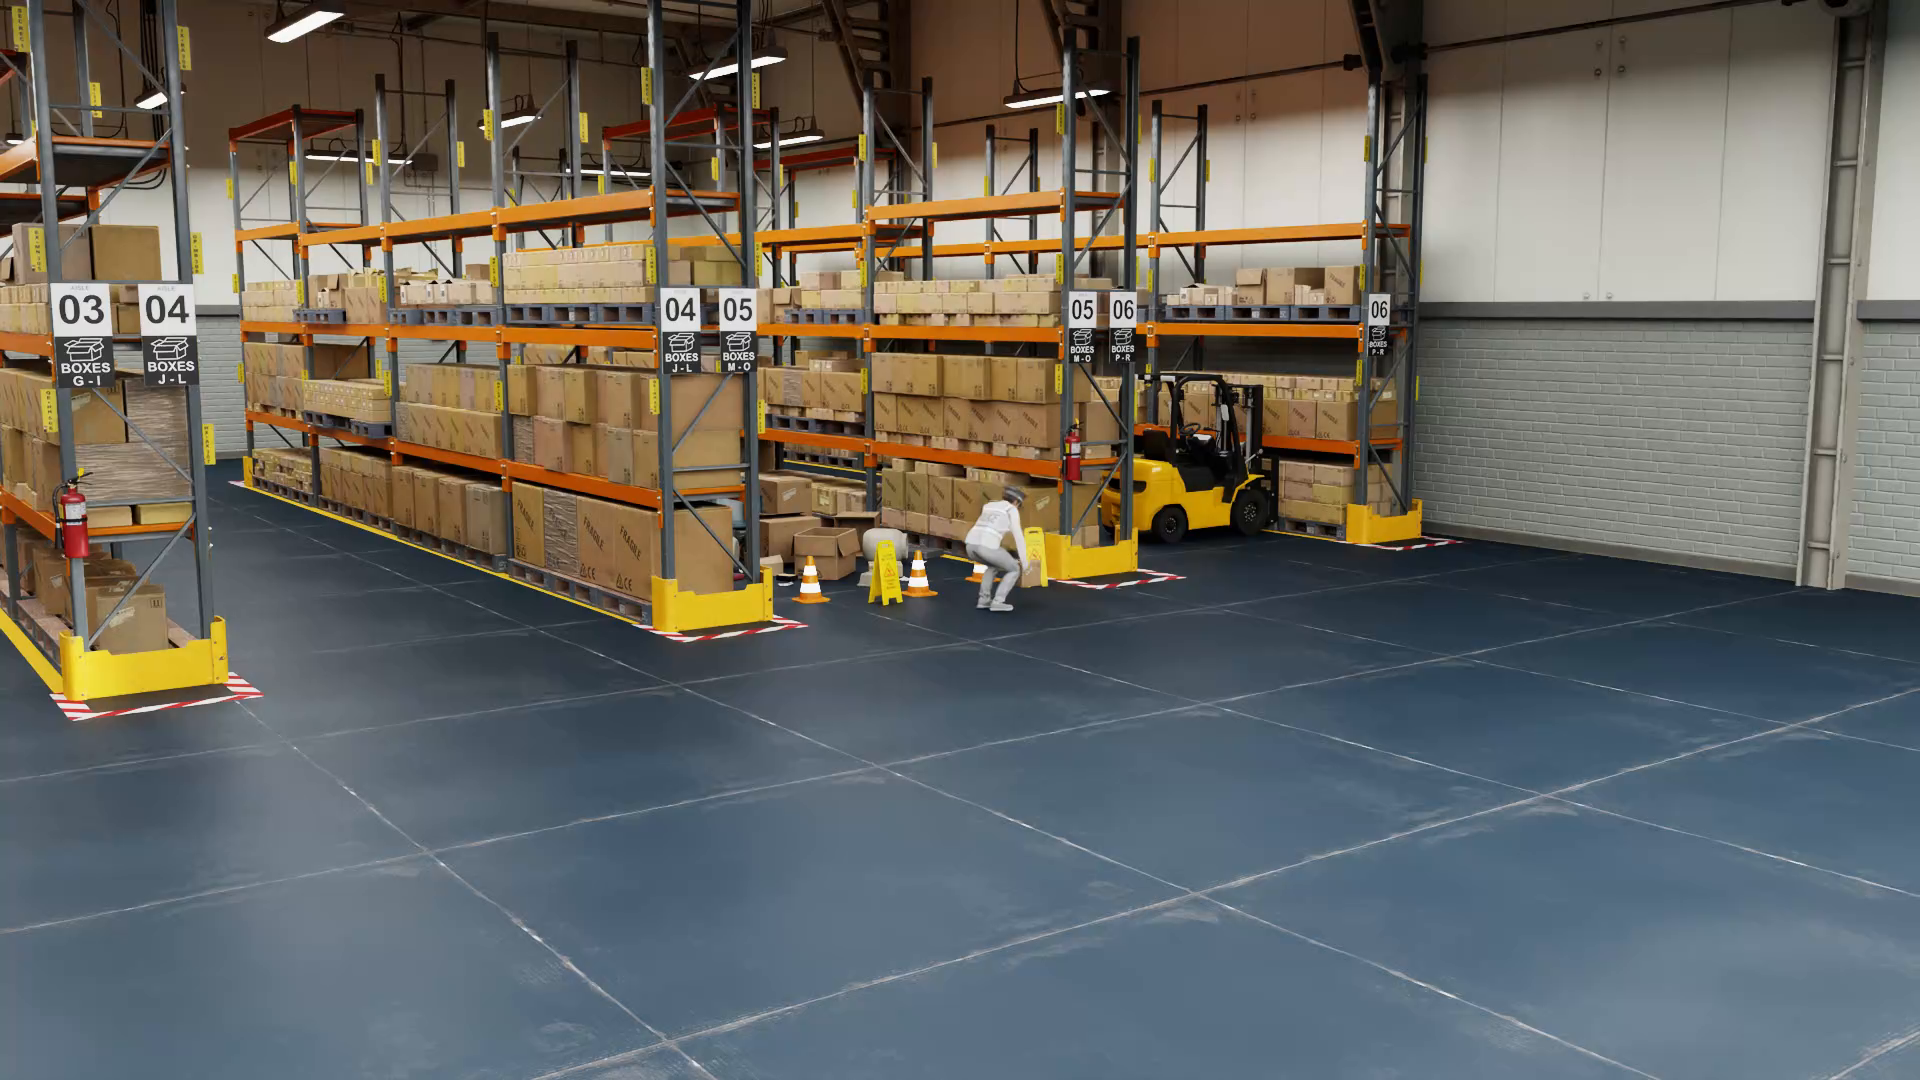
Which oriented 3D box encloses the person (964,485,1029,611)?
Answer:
[{"bbox_3d":[0.372,0.080,16.802,0.771,1.240,0.530,-7,11,-42],"label":"person"}]
